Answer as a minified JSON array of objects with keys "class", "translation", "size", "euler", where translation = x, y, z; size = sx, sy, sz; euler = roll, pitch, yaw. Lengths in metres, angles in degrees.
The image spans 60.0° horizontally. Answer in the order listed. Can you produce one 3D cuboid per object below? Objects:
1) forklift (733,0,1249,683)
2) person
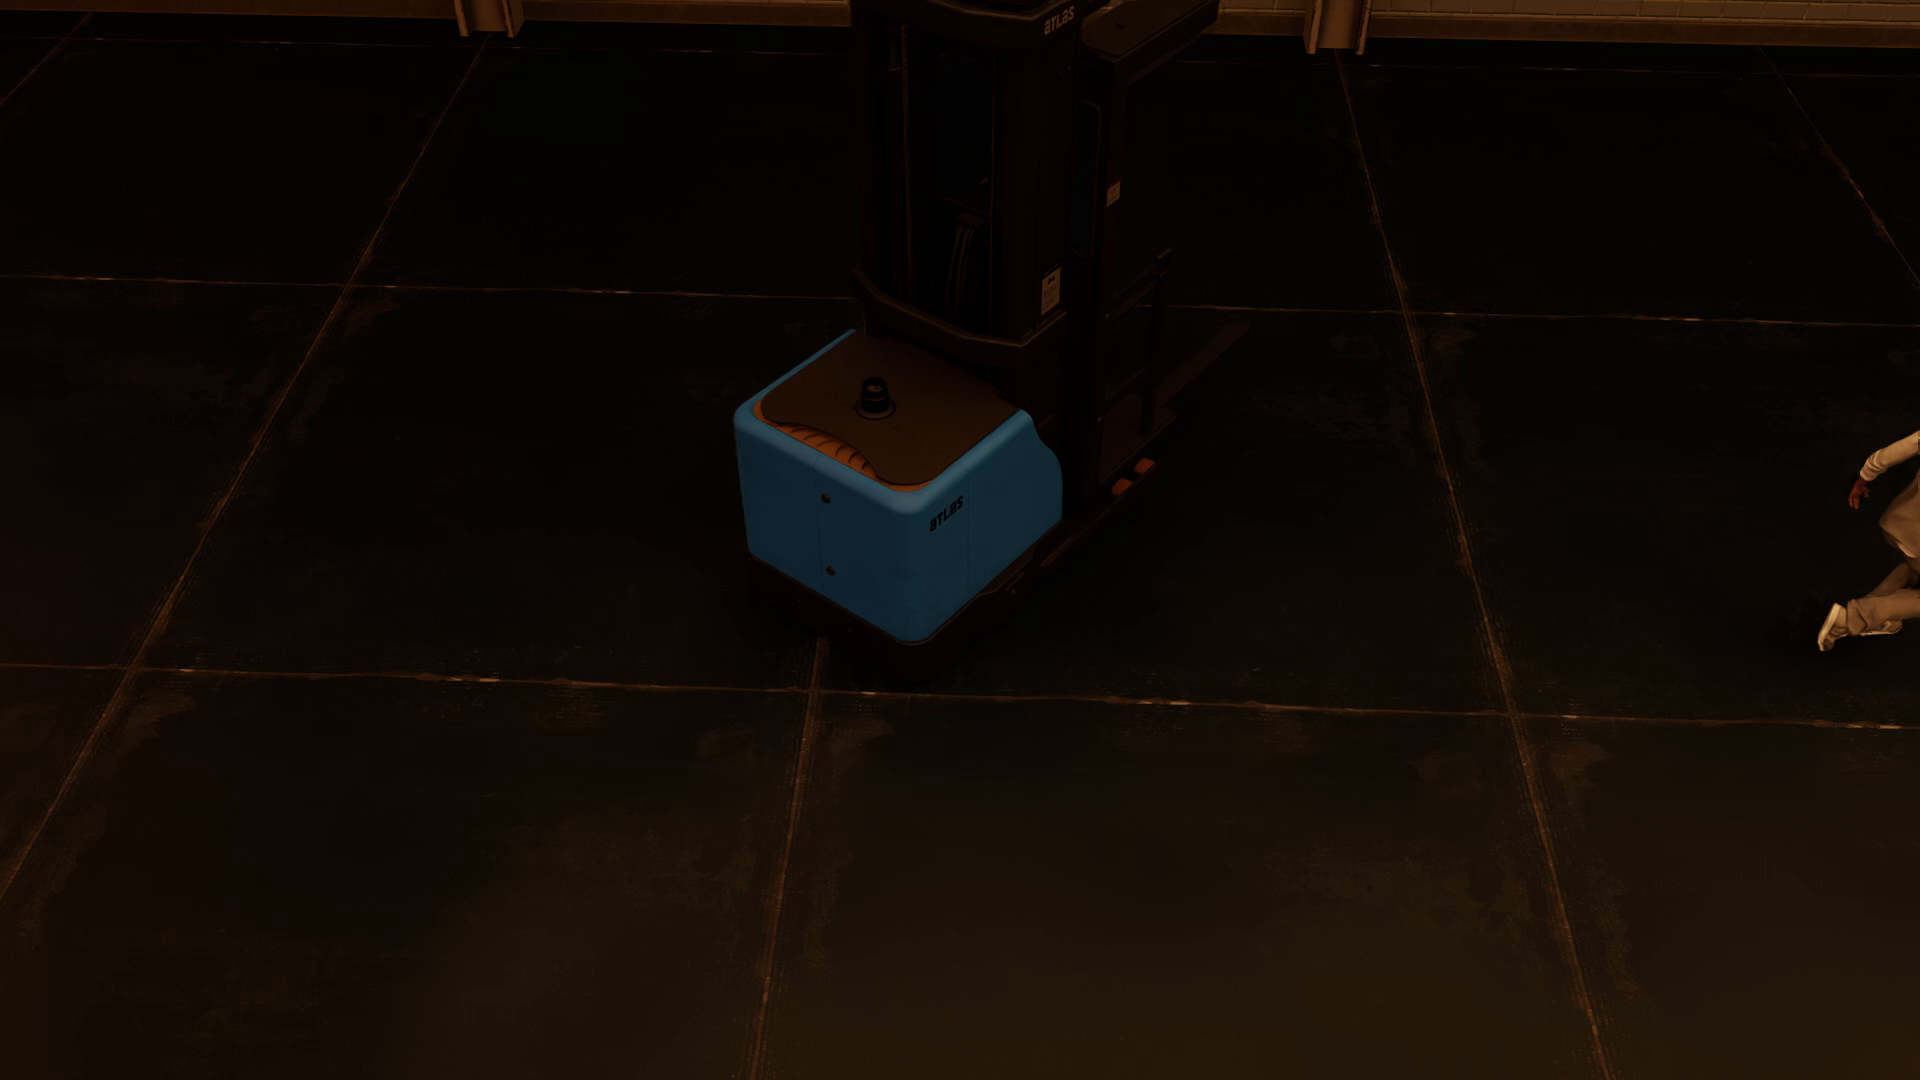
[{"class":"forklift","translation":[0.341,-1.404,7.280],"size":[1.130,2.935,3.031],"euler":[28,49,27]},{"class":"person","translation":[4.022,-0.085,7.008],"size":[0.621,1.383,0.580],"euler":[-18,45,-19]}]
